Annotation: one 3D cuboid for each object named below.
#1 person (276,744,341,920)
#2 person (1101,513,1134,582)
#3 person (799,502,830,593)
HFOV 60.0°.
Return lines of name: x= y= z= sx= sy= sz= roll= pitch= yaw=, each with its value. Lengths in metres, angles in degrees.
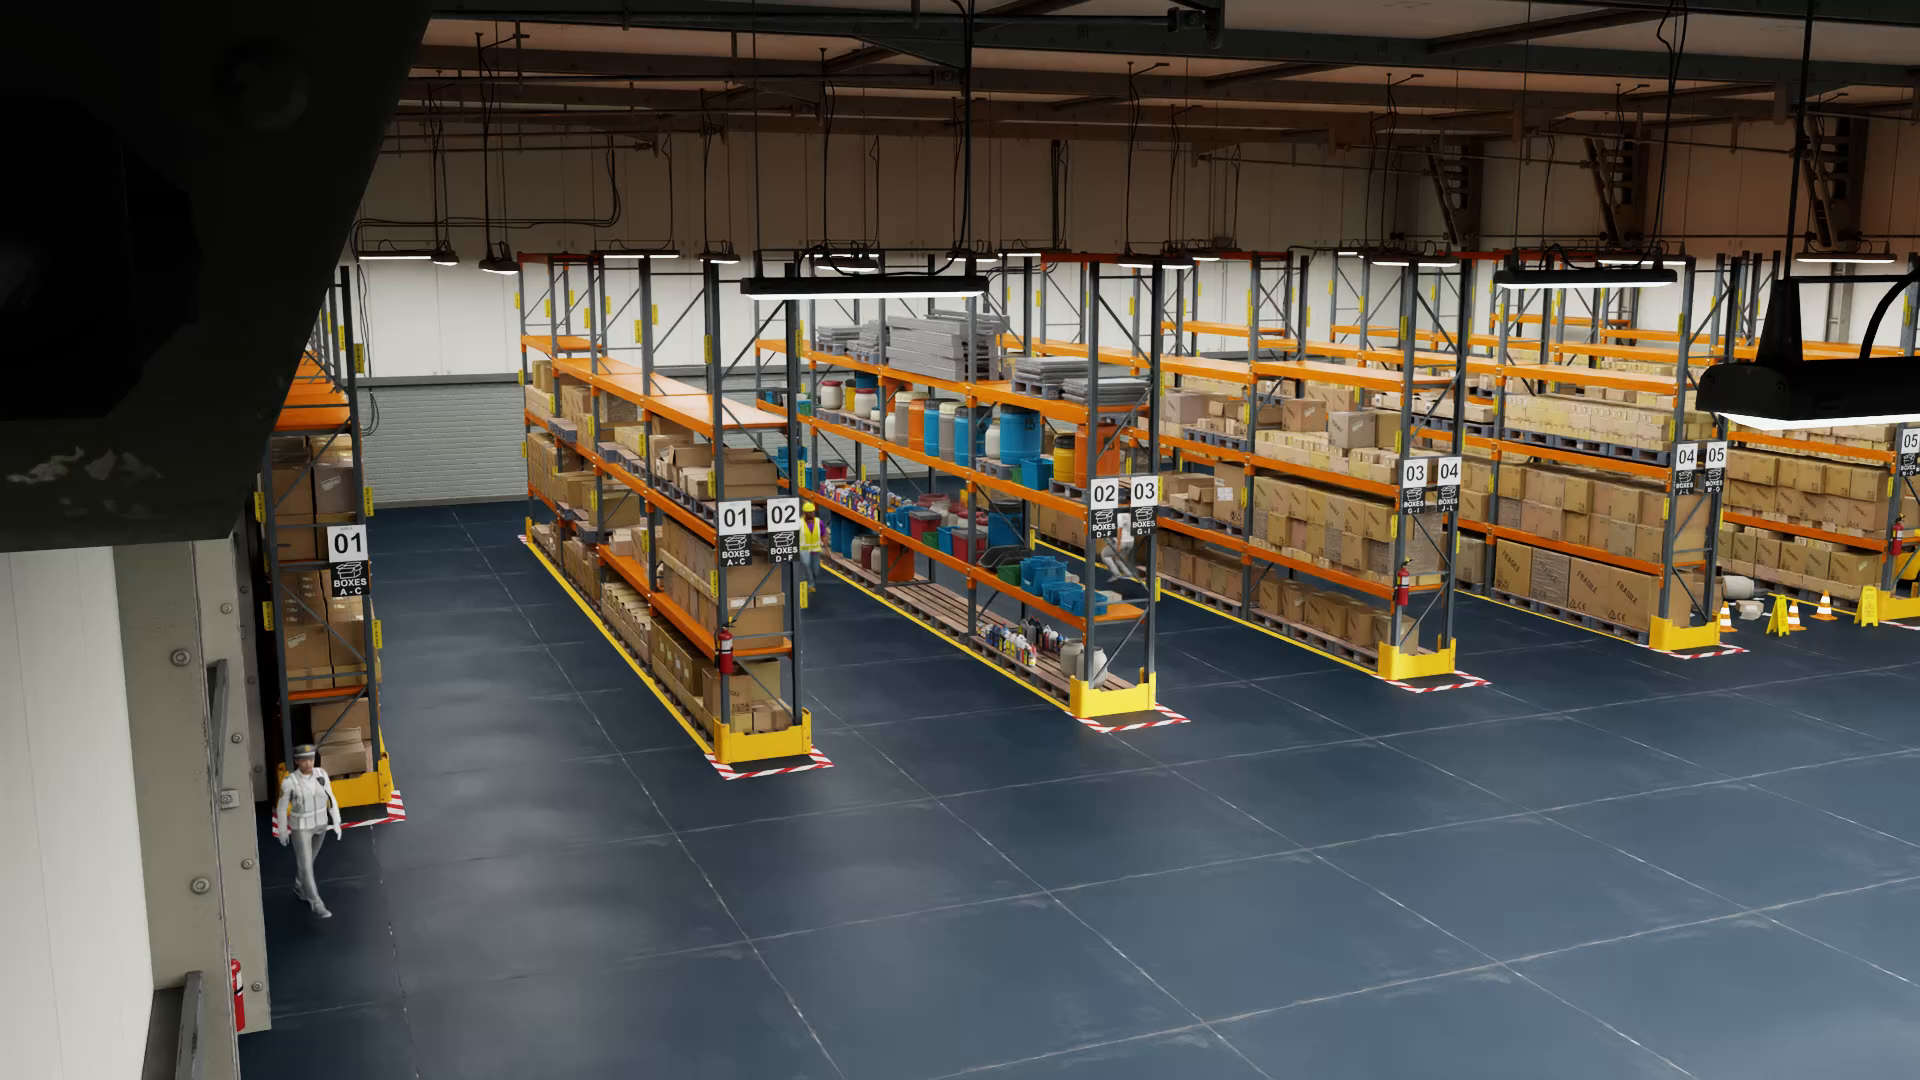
person: x=-6.083 y=2.705 z=15.633 sx=1.036 sy=1.611 sz=0.517 roll=8 pitch=13 yaw=37
person: x=2.866 y=-0.001 z=29.644 sx=0.511 sy=1.530 sz=0.602 roll=-9 pitch=14 yaw=-41
person: x=-2.597 y=0.108 z=28.692 sx=0.665 sy=1.524 sz=1.083 roll=-4 pitch=11 yaw=-21
